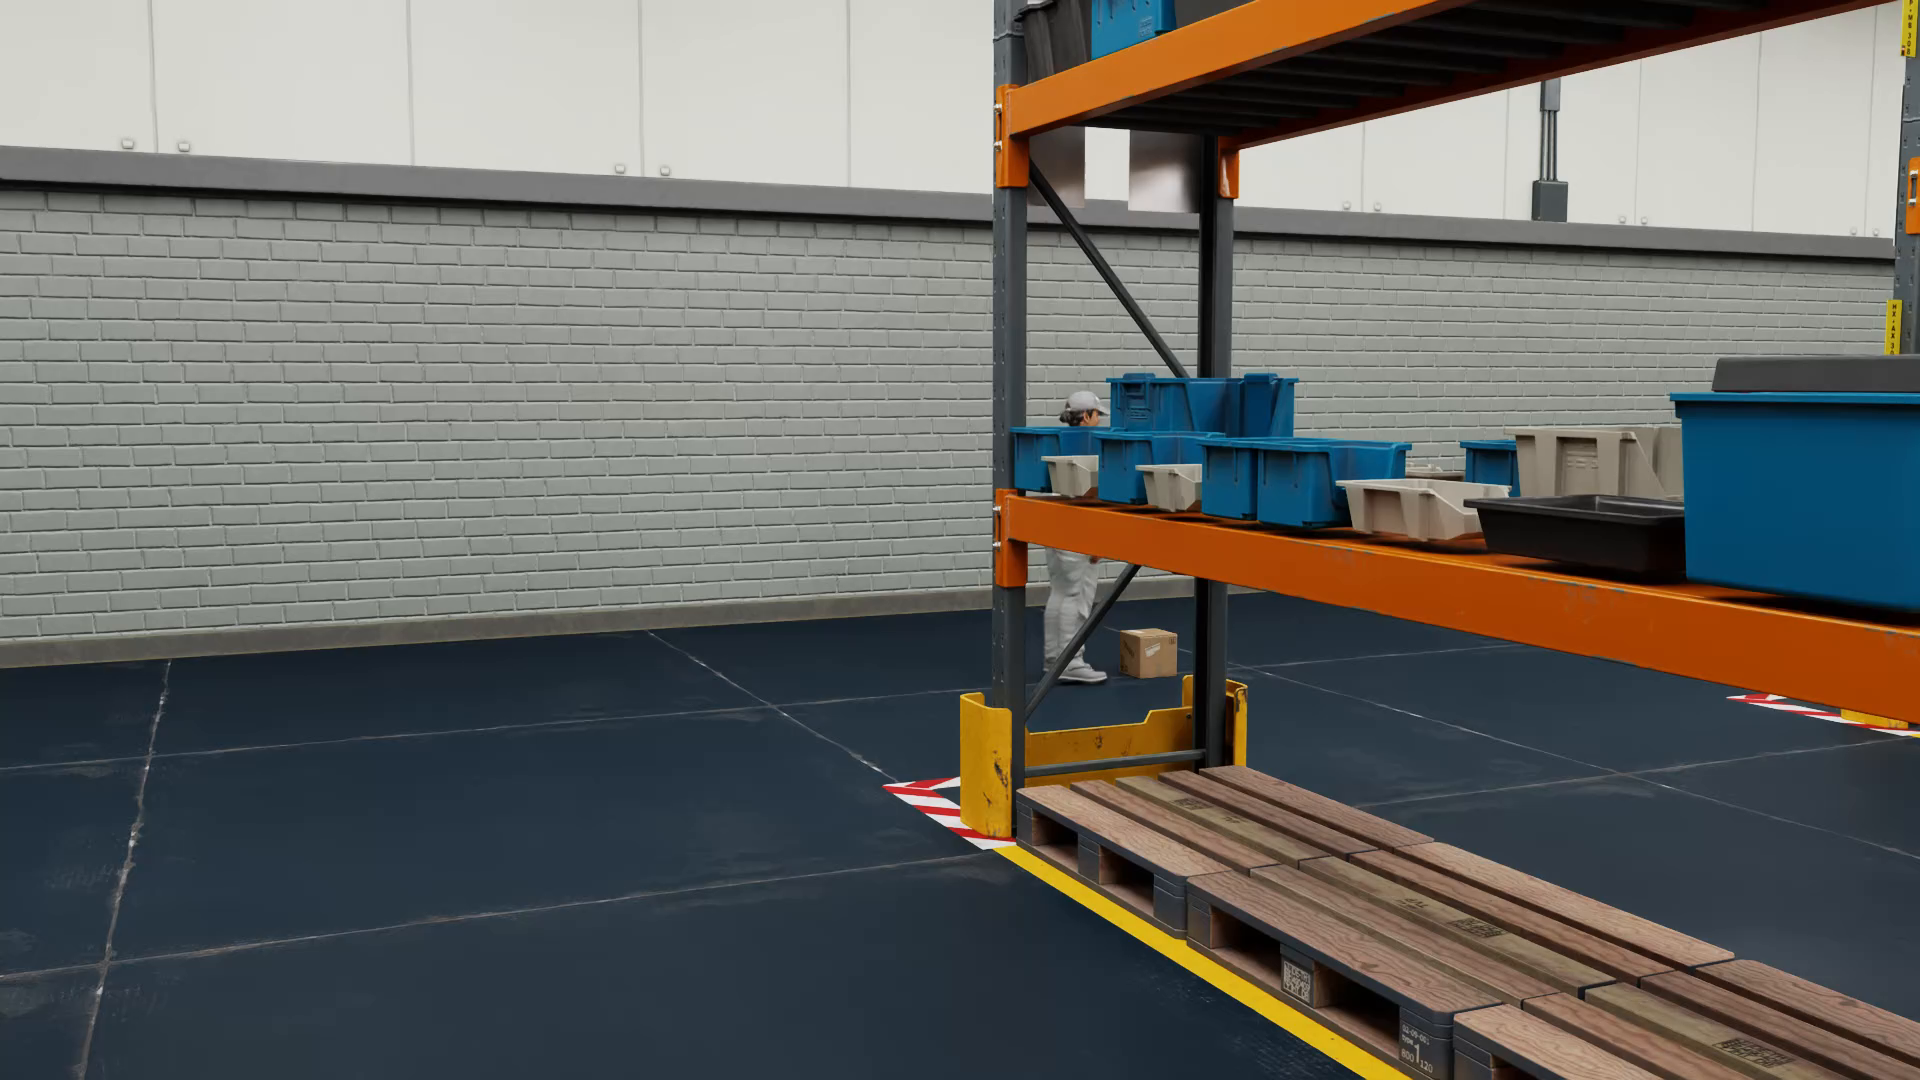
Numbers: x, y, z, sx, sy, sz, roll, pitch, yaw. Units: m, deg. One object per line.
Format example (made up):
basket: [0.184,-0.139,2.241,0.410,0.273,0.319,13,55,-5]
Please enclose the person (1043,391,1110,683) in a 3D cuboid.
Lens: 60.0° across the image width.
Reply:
person: [0.690,-0.026,9.604,0.399,1.668,0.495,-2,6,-17]
